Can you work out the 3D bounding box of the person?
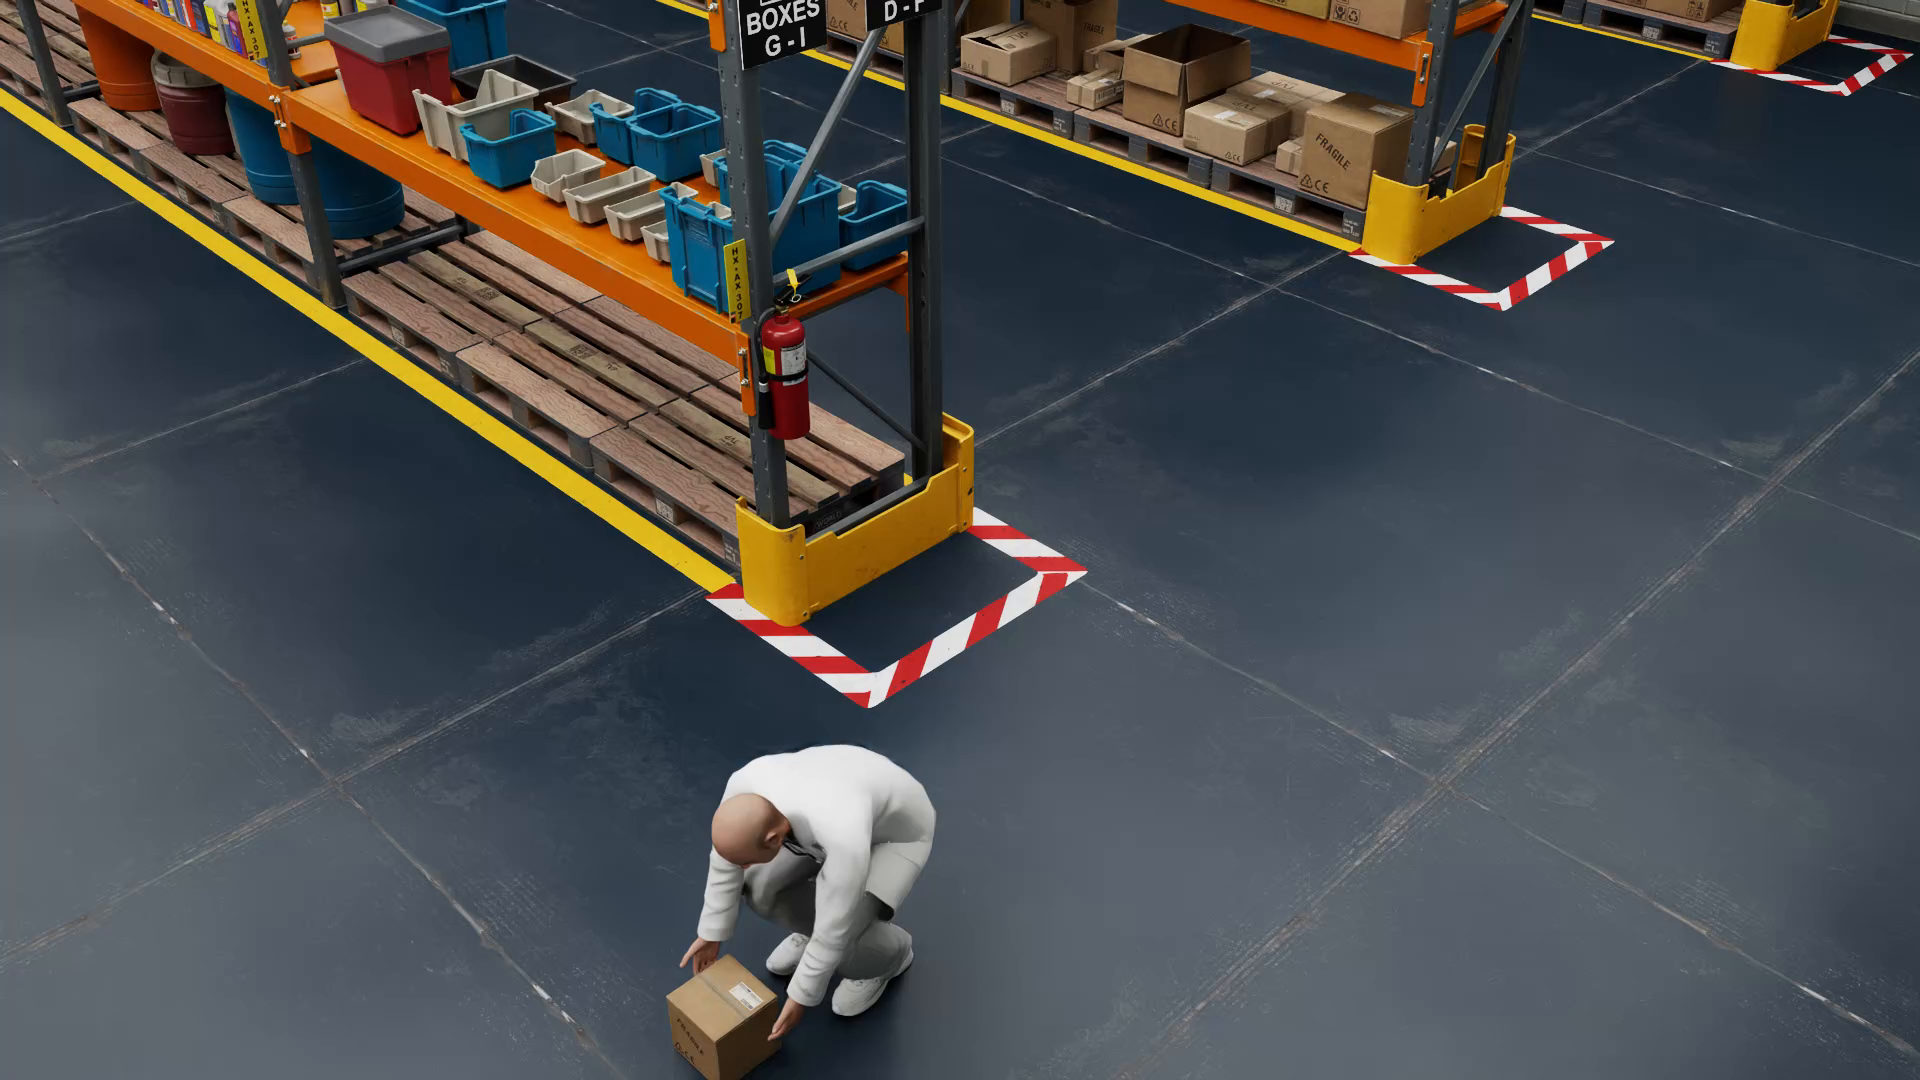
[{"bbox_3d":[-0.439,1.048,5.278,0.609,1.072,0.877,30,45,35],"label":"person"}]
